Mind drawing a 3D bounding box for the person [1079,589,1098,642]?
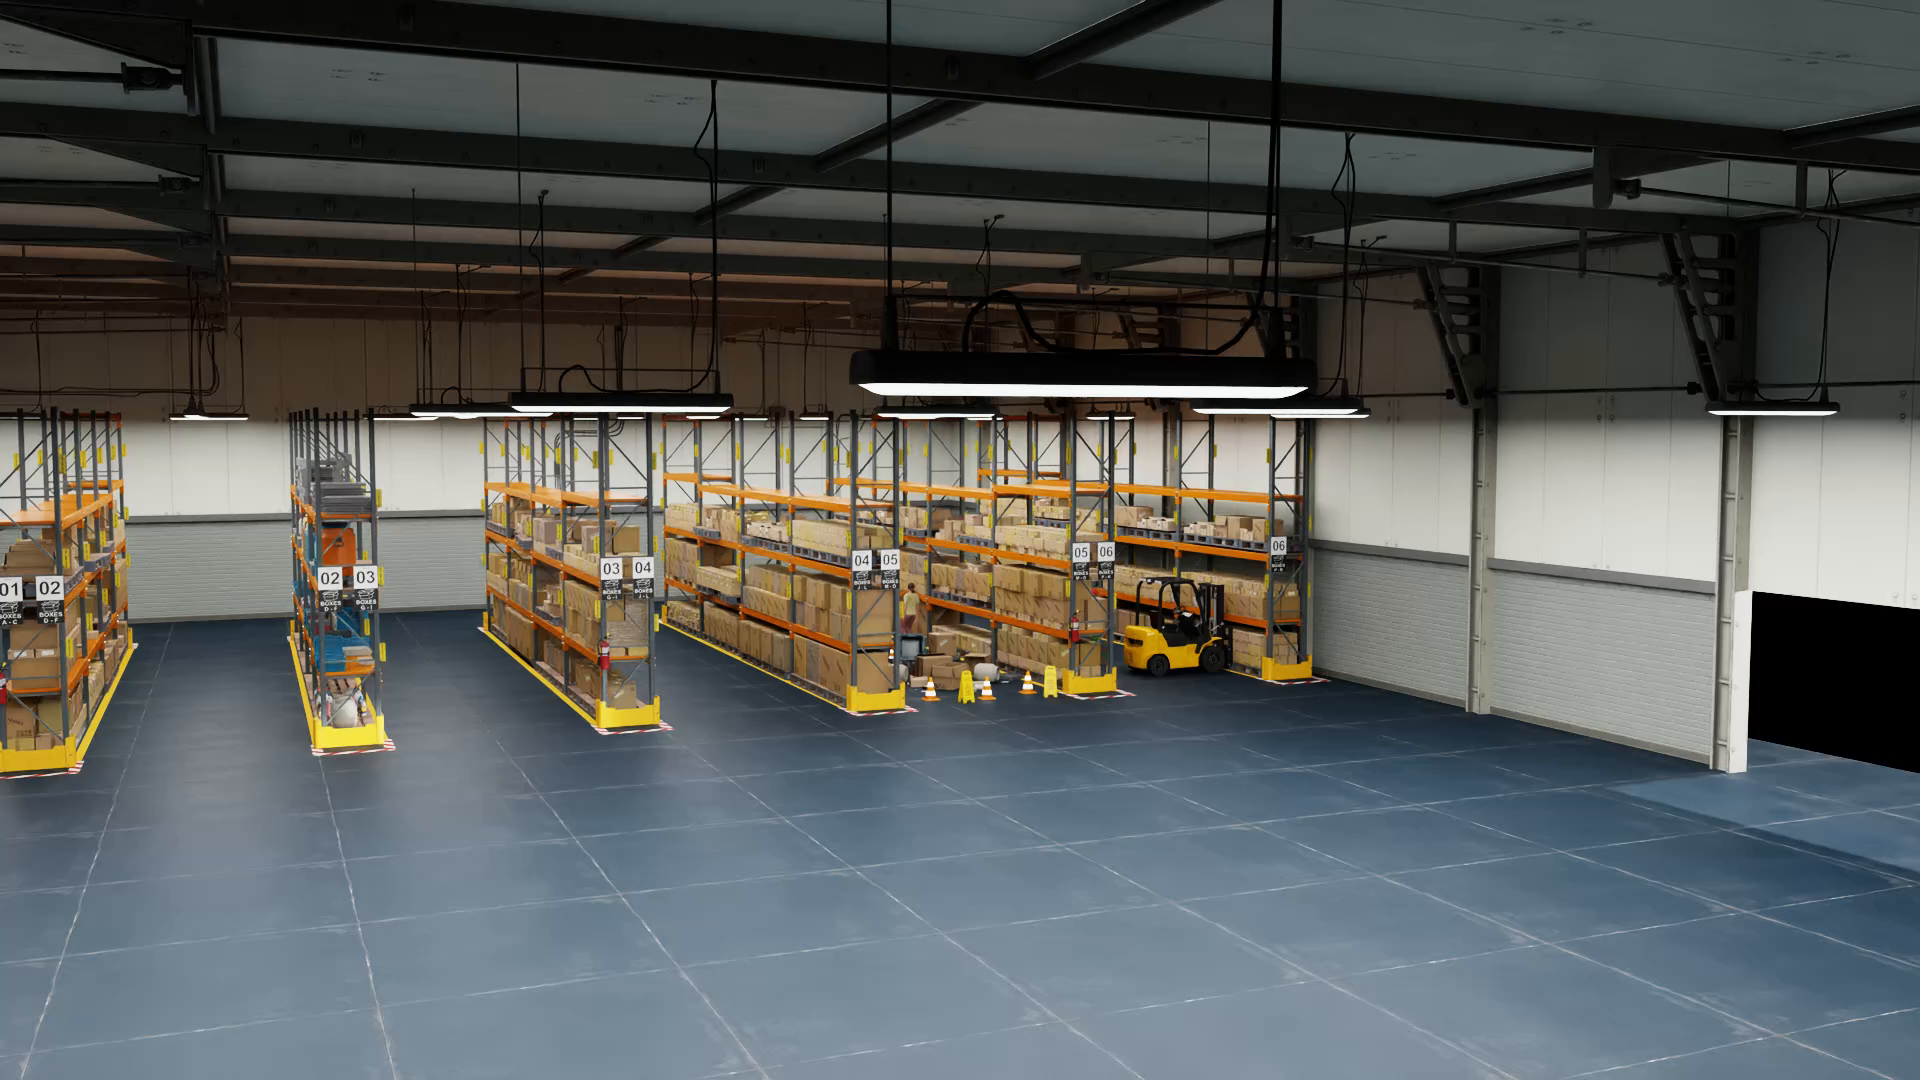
[{"bbox_3d":[3.101,1.993,39.939,0.557,1.704,0.700,-2,5,-29],"label":"person"}]

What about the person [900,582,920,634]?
[{"bbox_3d":[-1.240,1.854,40.822,0.512,1.646,0.459,-2,5,-28],"label":"person"}]

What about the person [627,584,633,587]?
[{"bbox_3d":[-9.250,1.663,46.773,0.424,1.533,0.998,-1,4,-19],"label":"person"}]
